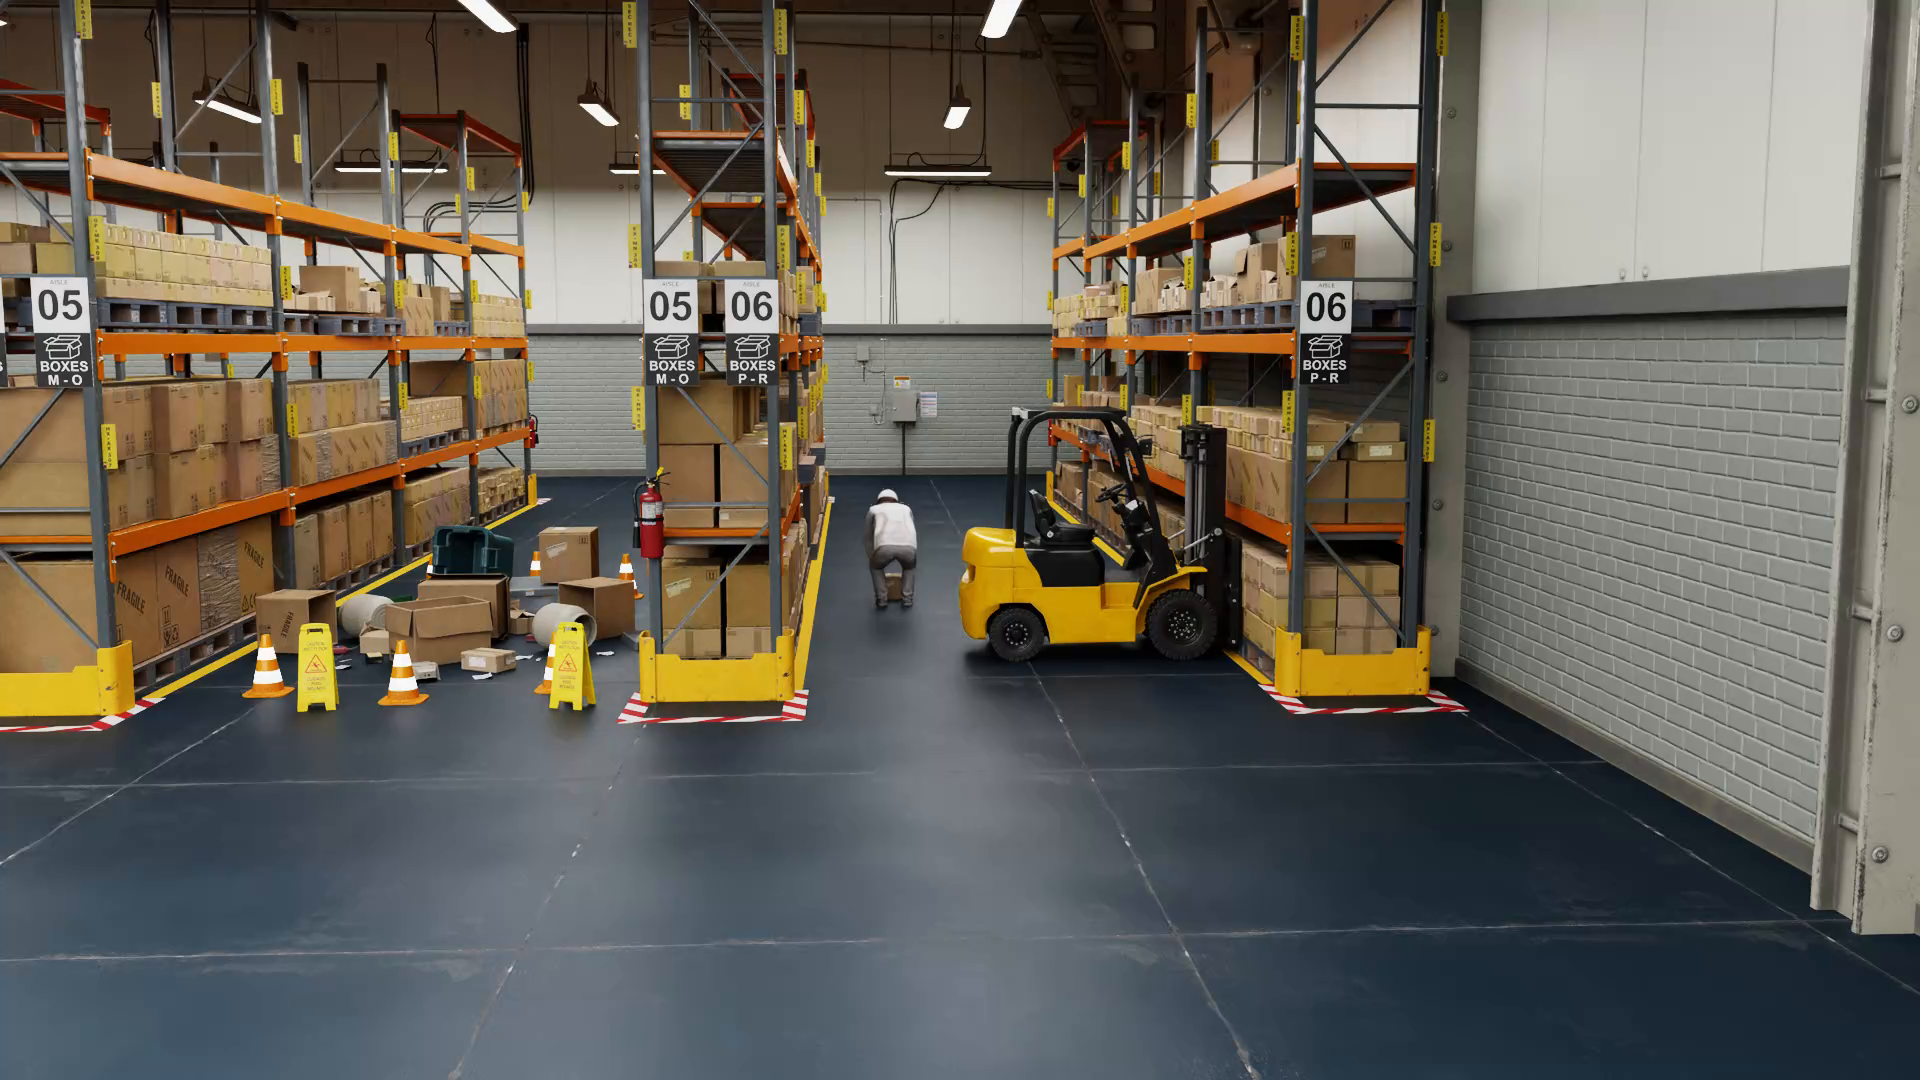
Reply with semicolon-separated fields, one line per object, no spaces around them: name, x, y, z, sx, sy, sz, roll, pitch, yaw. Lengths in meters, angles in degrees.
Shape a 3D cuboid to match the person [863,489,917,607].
person;-0.732;0.082;17.456;0.568;1.182;0.861;-1;7;-5
